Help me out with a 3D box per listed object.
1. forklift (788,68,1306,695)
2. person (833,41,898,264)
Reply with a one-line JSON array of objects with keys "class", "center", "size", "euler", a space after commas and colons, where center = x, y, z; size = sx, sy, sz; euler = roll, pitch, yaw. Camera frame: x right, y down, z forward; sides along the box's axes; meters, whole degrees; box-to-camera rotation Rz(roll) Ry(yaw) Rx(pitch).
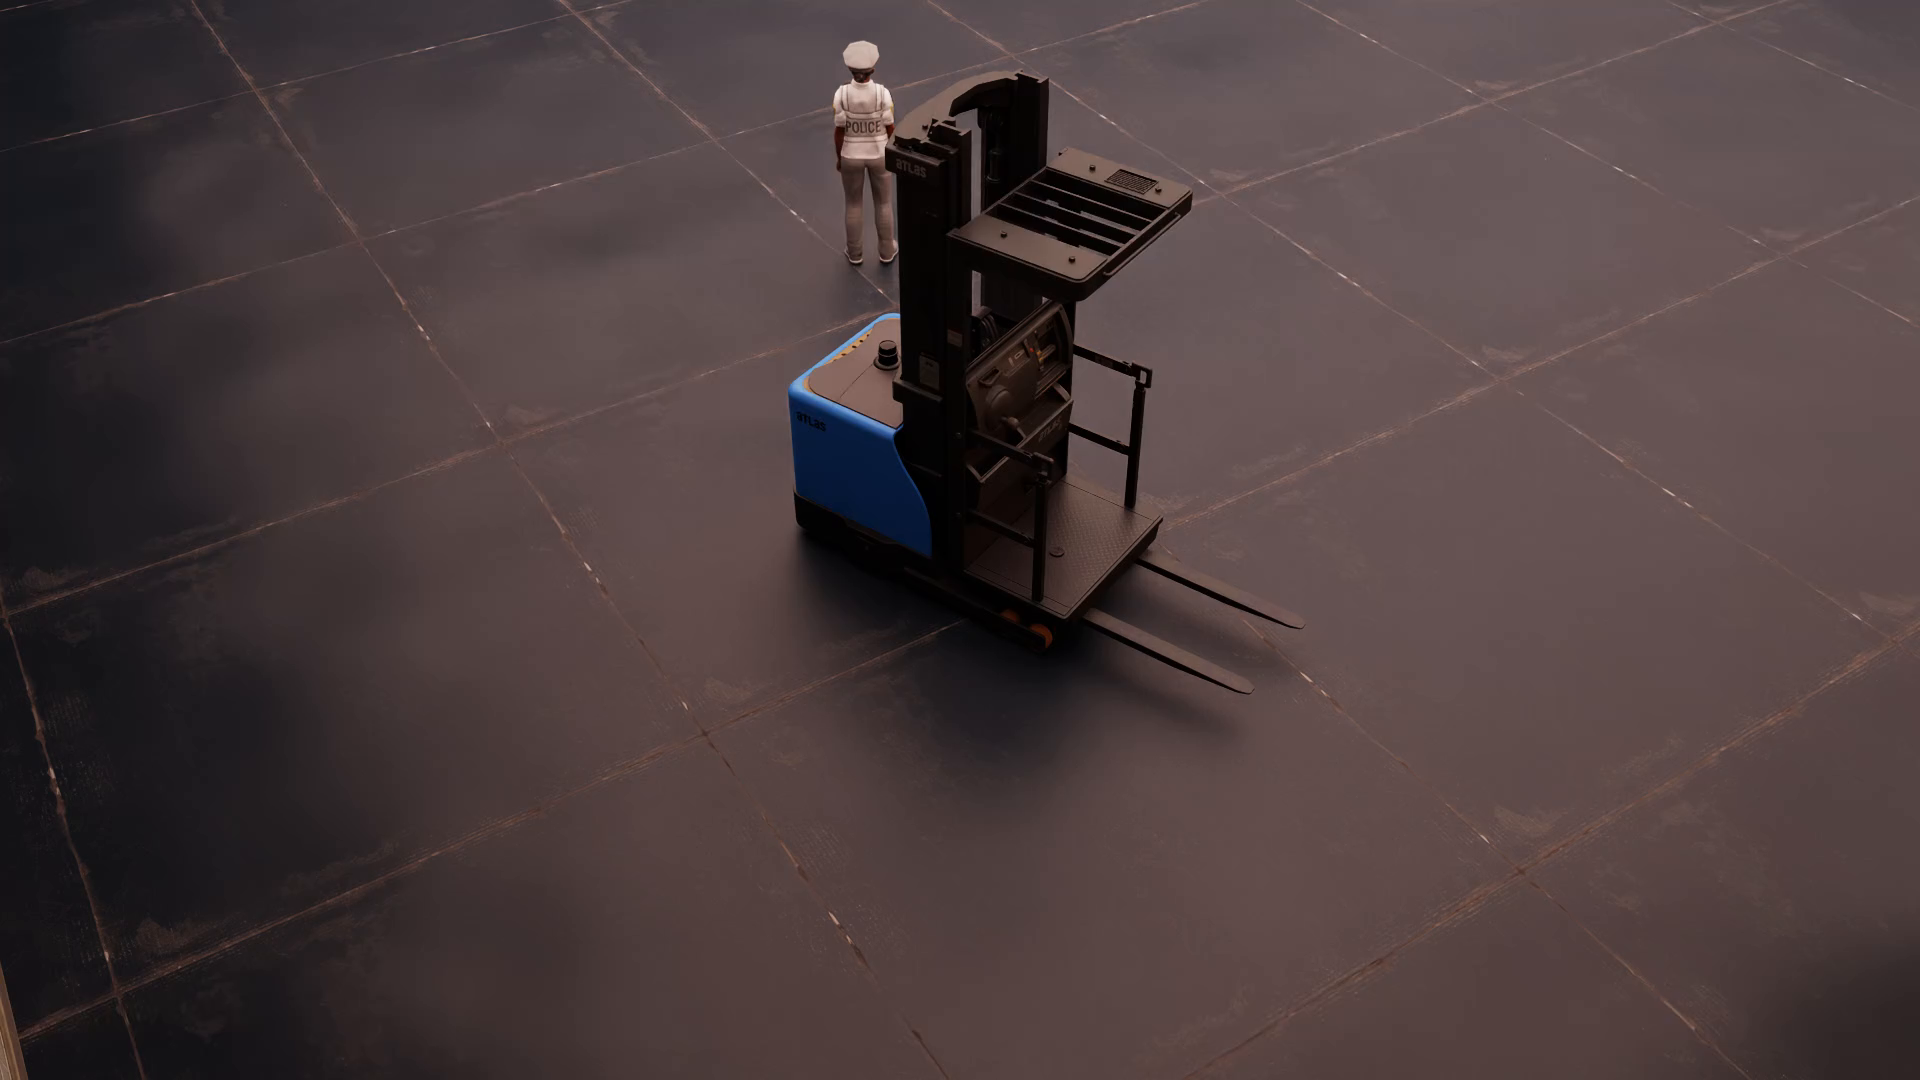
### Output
[{"class": "forklift", "center": [0.496, -0.872, 8.869], "size": [3.031, 2.935, 1.130], "euler": [25, 47, 26]}, {"class": "person", "center": [-0.679, -2.775, 11.993], "size": [0.441, 1.692, 0.337], "euler": [-2, 41, -2]}]
